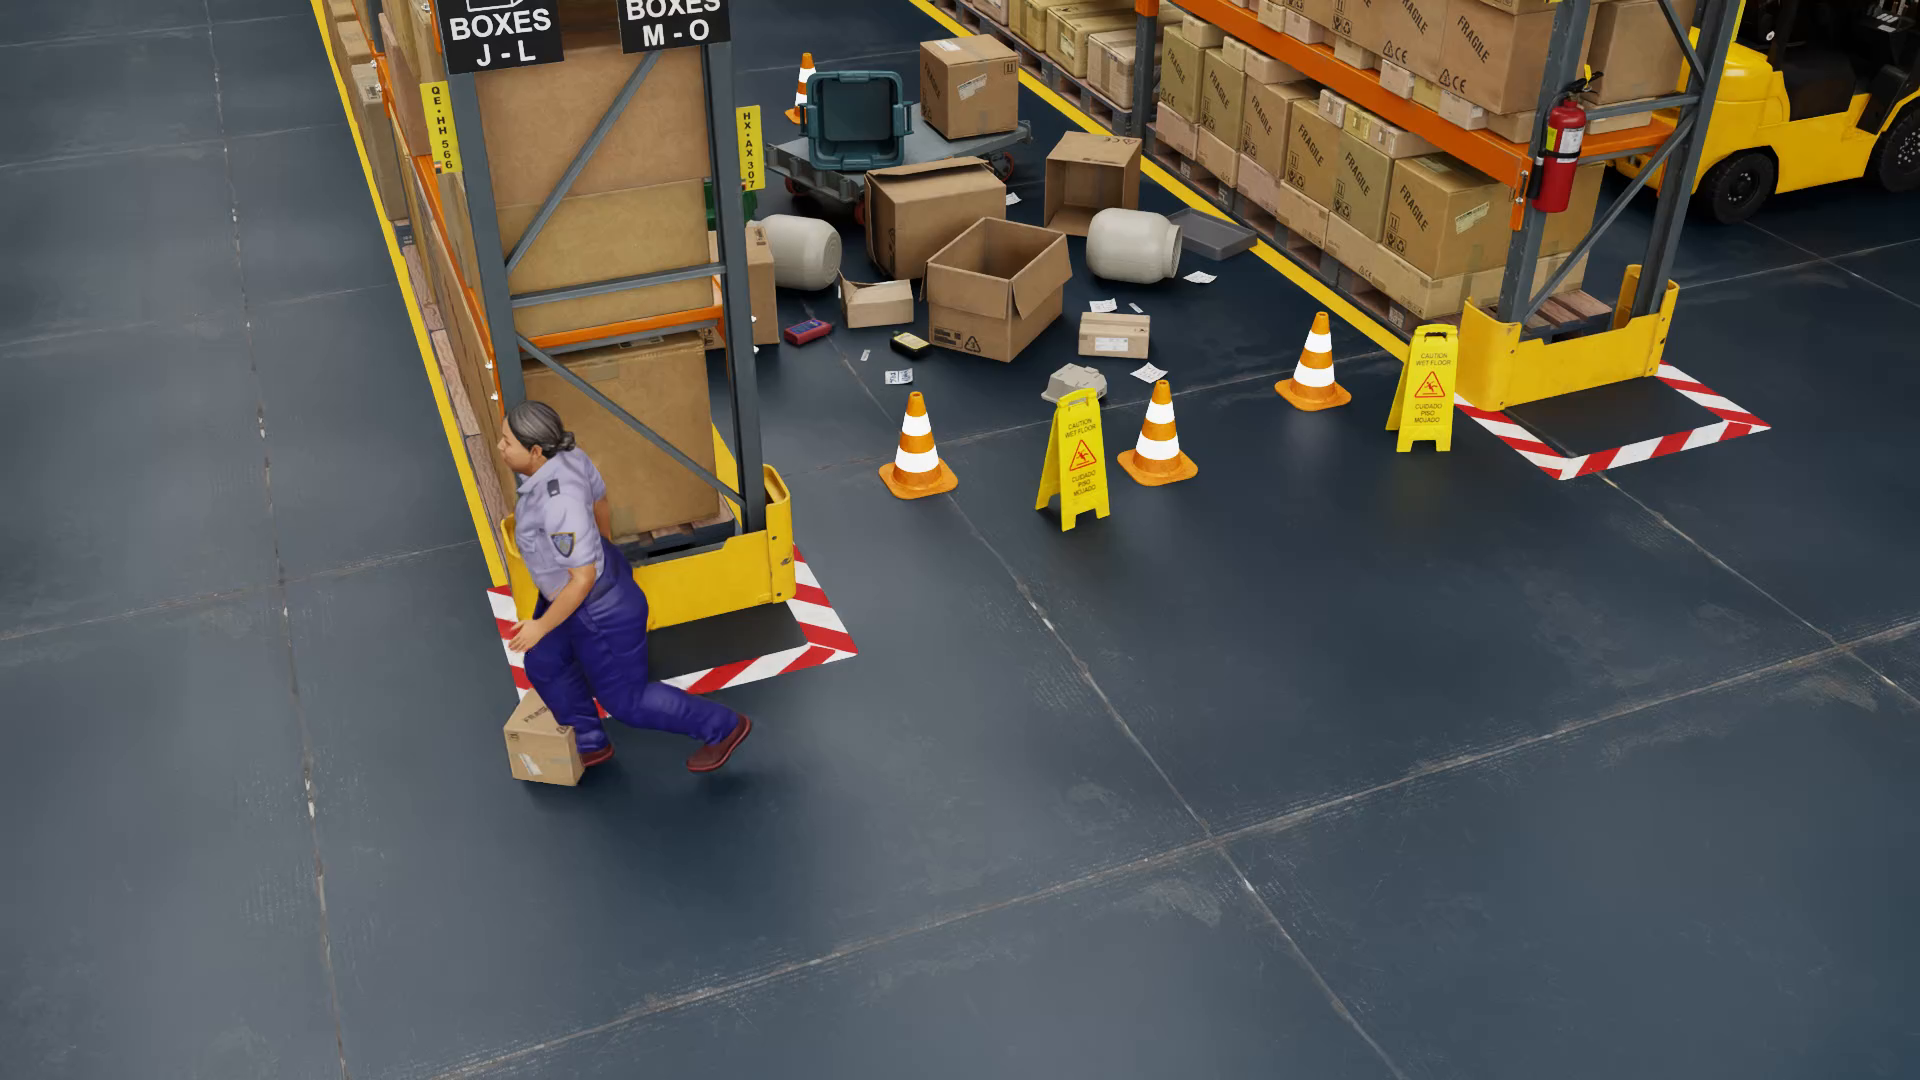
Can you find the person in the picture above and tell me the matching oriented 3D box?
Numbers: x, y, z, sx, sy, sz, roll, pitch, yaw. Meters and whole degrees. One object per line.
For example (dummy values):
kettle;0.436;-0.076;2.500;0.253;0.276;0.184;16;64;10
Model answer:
person;-1.209;0.204;5.880;0.814;1.627;0.580;-12;36;-18
